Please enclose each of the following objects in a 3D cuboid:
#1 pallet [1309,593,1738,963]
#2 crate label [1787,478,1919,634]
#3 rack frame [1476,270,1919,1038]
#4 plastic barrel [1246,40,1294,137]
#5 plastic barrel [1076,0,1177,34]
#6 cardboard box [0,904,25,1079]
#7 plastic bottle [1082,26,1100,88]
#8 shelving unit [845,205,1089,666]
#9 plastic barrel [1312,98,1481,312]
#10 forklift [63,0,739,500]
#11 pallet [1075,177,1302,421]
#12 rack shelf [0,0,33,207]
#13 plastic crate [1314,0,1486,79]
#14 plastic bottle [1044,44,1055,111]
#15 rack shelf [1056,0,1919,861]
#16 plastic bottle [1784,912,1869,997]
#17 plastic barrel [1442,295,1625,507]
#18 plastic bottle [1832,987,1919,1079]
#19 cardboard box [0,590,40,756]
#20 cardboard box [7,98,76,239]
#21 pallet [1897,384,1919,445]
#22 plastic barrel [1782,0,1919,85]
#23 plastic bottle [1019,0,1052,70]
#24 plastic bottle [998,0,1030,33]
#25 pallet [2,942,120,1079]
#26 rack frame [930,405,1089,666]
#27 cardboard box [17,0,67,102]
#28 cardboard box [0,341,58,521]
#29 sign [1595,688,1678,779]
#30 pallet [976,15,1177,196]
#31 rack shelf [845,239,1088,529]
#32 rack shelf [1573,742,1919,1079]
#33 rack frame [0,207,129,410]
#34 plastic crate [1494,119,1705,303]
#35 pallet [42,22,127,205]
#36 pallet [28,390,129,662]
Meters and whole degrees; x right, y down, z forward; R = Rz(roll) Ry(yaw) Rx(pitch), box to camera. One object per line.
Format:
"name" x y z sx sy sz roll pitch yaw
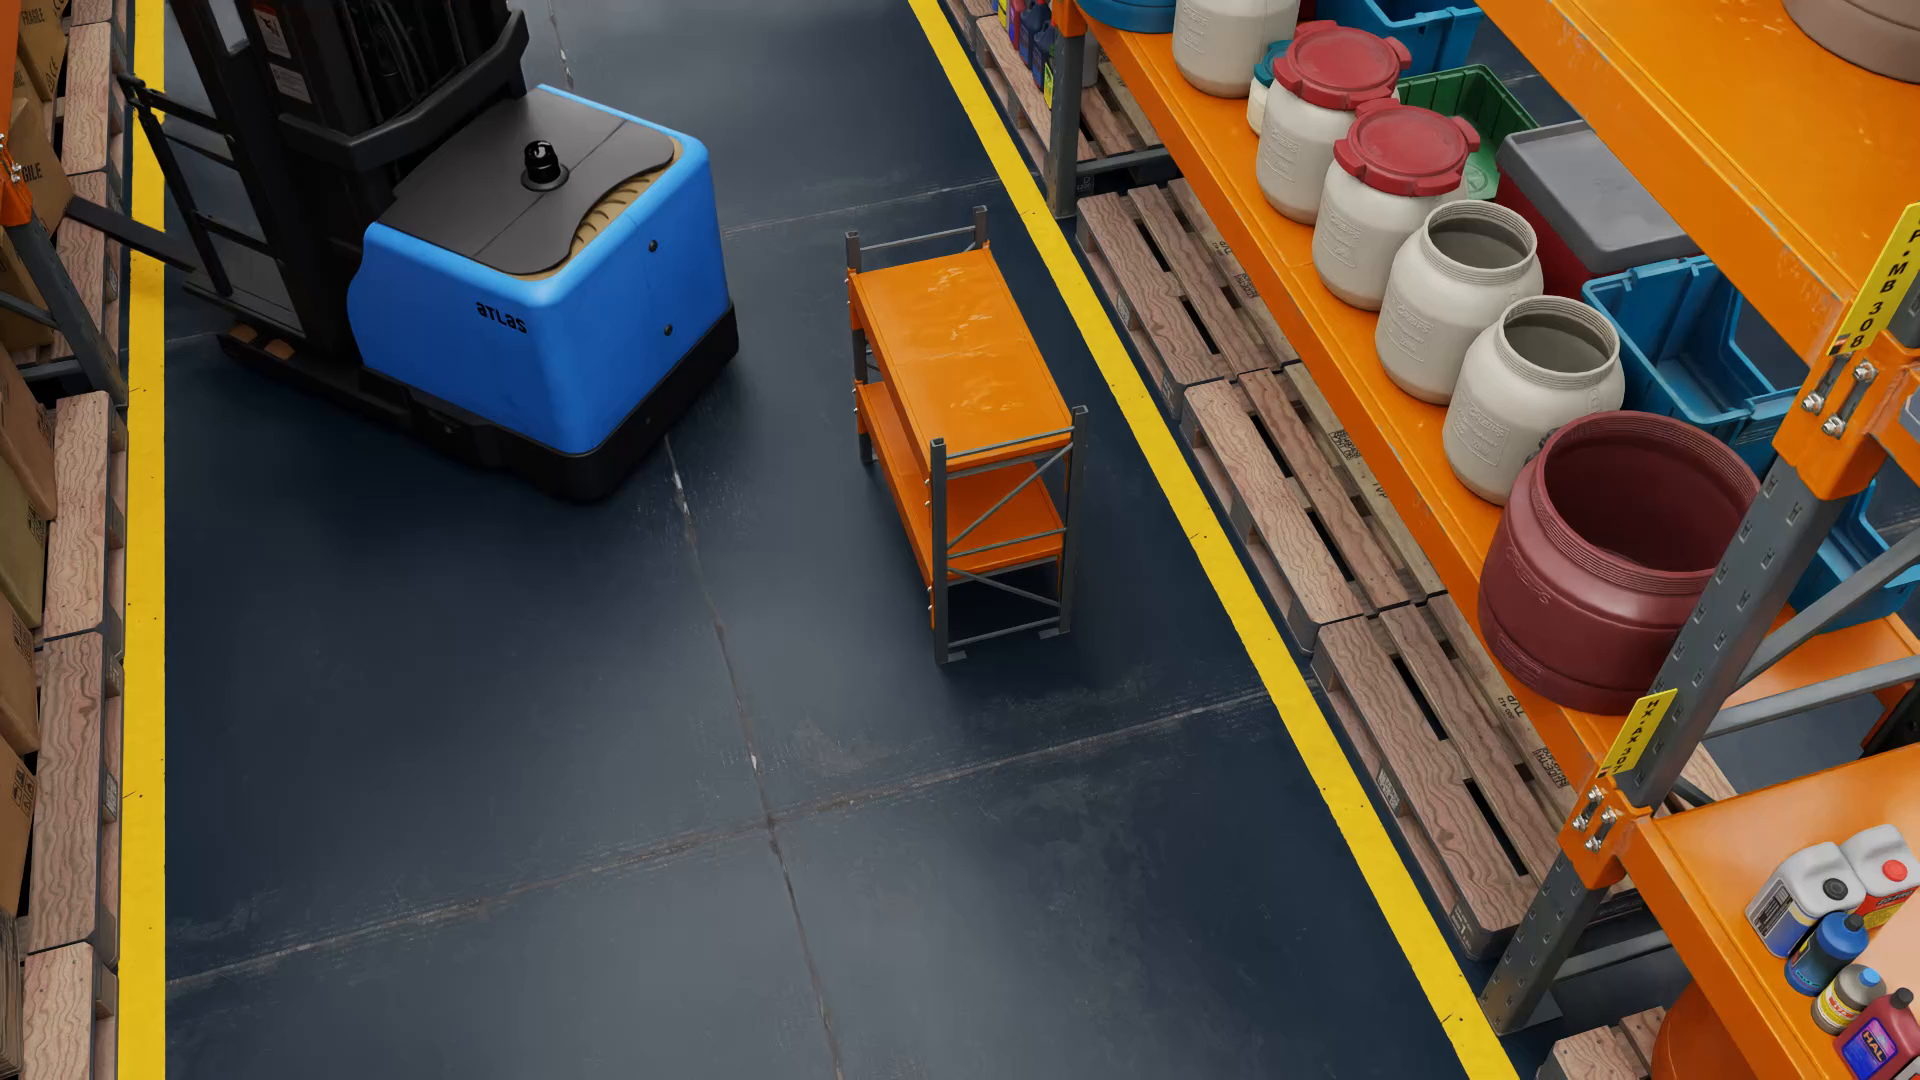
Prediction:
"pallet" 1.877 0.693 5.527 1.003 0.211 1.213 -13 51 -11
"crate label" 2.303 0.031 4.372 0.303 0.233 0.416 -13 51 -11
"rack frame" 2.069 0.369 3.977 1.000 3.000 0.127 -13 51 -11
"plastic barrel" 1.131 -1.506 5.648 0.301 0.262 0.301 0 50 0
"plastic barrel" 0.711 -2.363 5.952 0.600 0.901 0.708 -13 51 -11
"cardboard box" -3.056 1.266 4.568 0.700 0.500 0.500 -17 52 -14
"plastic bottle" 0.558 -2.278 7.653 0.144 0.351 0.185 -13 51 -11
"shelving unit" 0.002 -0.358 5.816 0.538 1.125 1.048 -13 51 -11
"plastic barrel" 1.305 -0.996 5.039 0.433 0.535 0.433 0 50 0
"forklift" -2.448 -1.929 5.959 3.031 2.935 1.130 23 54 18
"pallet" 1.155 -1.089 7.030 1.003 0.211 1.213 -13 51 -11
"rack shelf" -4.437 -2.661 7.002 1.077 0.370 4.000 -13 51 -11
"plastic crate" 1.510 -1.812 5.826 0.392 0.384 0.575 -13 51 -11
"plastic bottle" 0.429 -2.095 7.543 0.061 0.283 0.133 -11 51 -9
"rack shelf" 1.478 -0.860 5.483 1.077 0.370 4.000 -13 51 -11
"plastic bottle" 1.896 0.891 3.621 0.097 0.271 0.097 0 50 0
"plastic barrel" 1.561 -0.370 4.527 0.421 0.512 0.421 0 50 0
"plastic bottle" 1.942 1.046 3.482 0.061 0.283 0.133 -13 51 -11
"cardboard box" -3.395 0.446 5.259 0.700 0.500 0.500 -17 52 -14
"cardboard box" -4.102 -1.480 6.896 0.500 0.500 0.500 1 50 1
"pallet" 2.202 0.044 2.413 1.003 0.211 1.213 -13 51 -11
"plastic barrel" 2.034 -1.408 3.185 0.600 0.901 0.600 0 50 0
"plastic bottle" 0.364 -2.386 7.744 0.144 0.351 0.185 -16 52 -13
"plastic bottle" 0.268 -2.621 7.943 0.144 0.351 0.185 -14 51 -11
"pallet" -2.892 1.817 4.580 1.003 0.211 1.213 -13 51 -11
"rack frame" 0.152 0.014 5.503 0.500 1.125 0.032 -13 51 -11
"cardboard box" -4.483 -2.333 7.615 0.500 0.500 0.500 -9 50 -8
"cardboard box" -3.684 -0.315 5.901 0.700 0.500 0.500 -17 52 -14
"sign" 1.546 0.446 3.805 0.100 0.325 0.005 -13 51 -11
"pallet" 0.727 -2.153 7.927 1.003 0.211 1.213 -13 51 -11
"rack shelf" 0.002 -0.546 5.592 0.538 0.278 1.000 -13 51 -11
"rack shelf" 2.661 2.062 3.020 1.077 0.370 4.000 -13 51 -11
"rack frame" -3.845 -1.432 5.496 1.000 3.000 0.127 -13 51 -11
"plastic crate" 1.884 -0.901 5.006 0.402 0.464 0.583 -13 51 -11
"pallet" -4.442 -1.909 7.721 1.003 0.211 1.213 -13 51 -11
"pallet" -3.614 0.035 6.083 1.003 0.211 1.213 -13 51 -11
